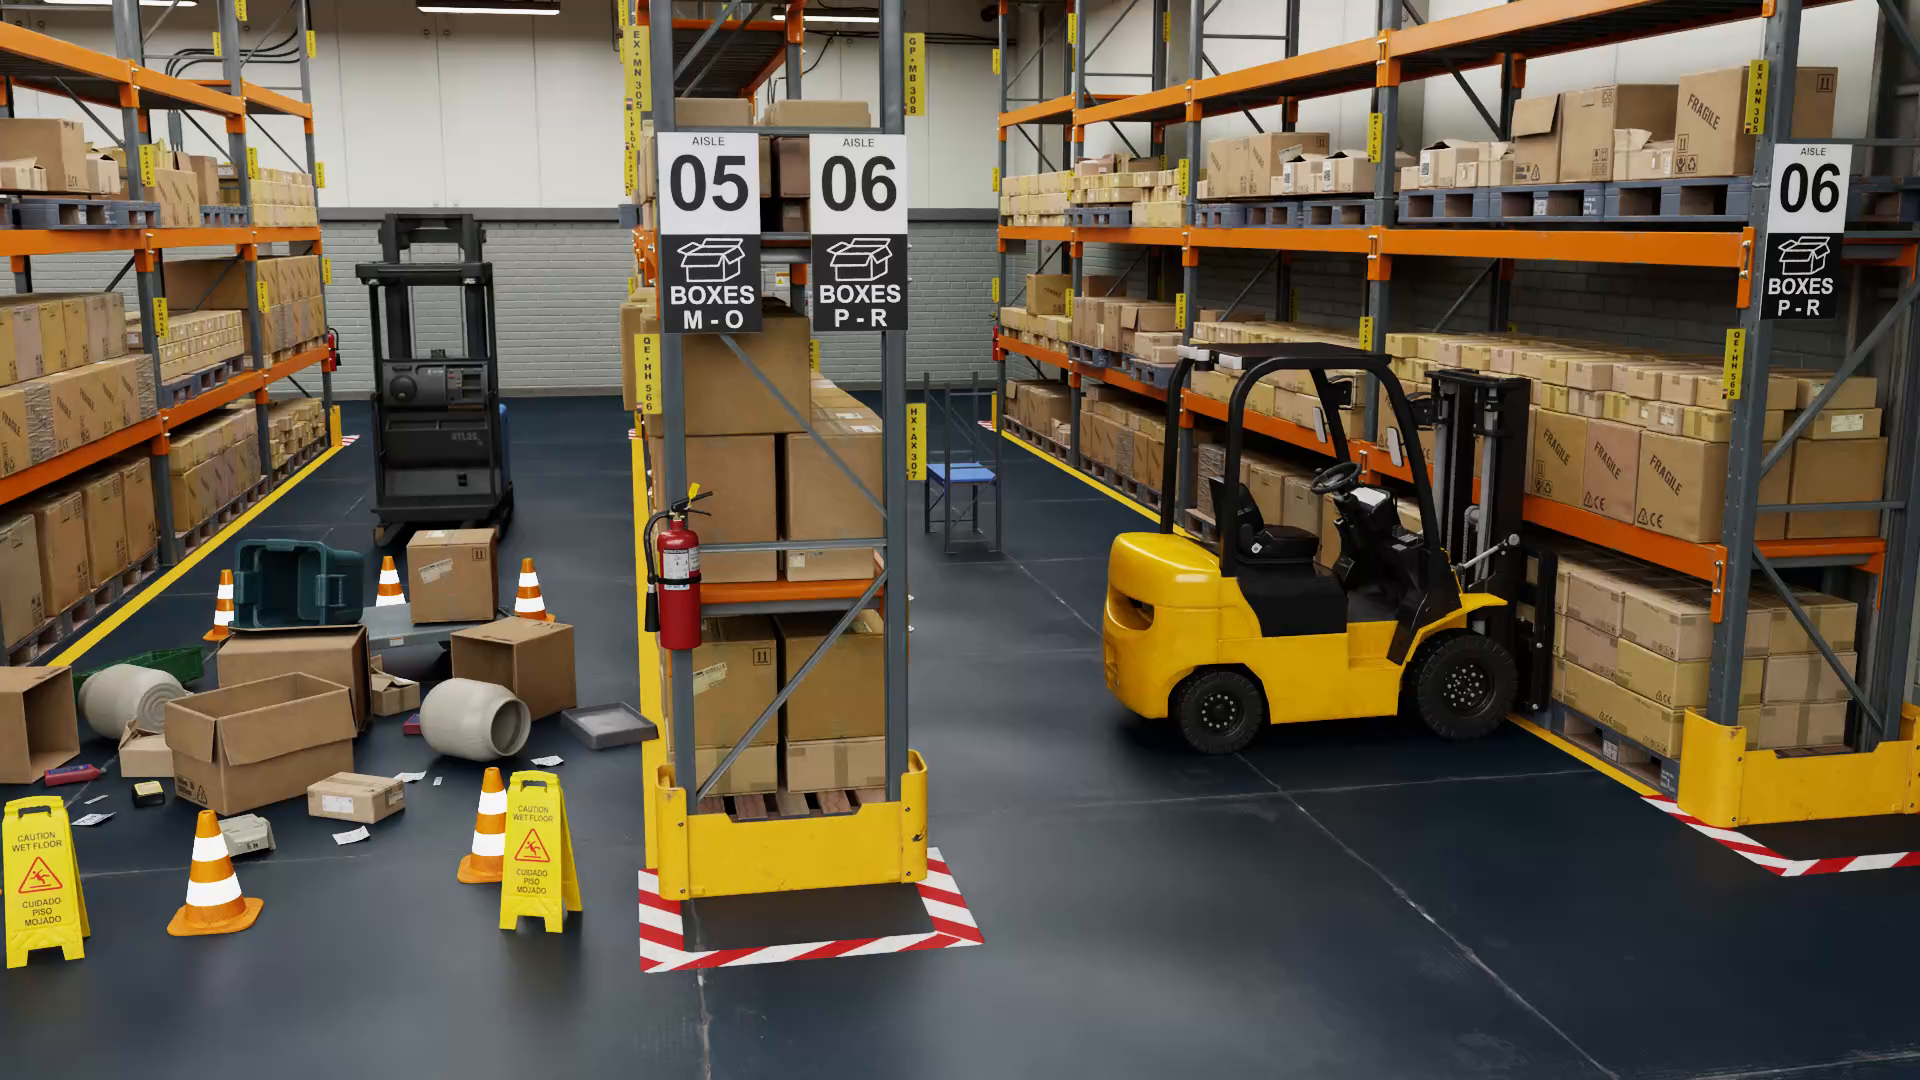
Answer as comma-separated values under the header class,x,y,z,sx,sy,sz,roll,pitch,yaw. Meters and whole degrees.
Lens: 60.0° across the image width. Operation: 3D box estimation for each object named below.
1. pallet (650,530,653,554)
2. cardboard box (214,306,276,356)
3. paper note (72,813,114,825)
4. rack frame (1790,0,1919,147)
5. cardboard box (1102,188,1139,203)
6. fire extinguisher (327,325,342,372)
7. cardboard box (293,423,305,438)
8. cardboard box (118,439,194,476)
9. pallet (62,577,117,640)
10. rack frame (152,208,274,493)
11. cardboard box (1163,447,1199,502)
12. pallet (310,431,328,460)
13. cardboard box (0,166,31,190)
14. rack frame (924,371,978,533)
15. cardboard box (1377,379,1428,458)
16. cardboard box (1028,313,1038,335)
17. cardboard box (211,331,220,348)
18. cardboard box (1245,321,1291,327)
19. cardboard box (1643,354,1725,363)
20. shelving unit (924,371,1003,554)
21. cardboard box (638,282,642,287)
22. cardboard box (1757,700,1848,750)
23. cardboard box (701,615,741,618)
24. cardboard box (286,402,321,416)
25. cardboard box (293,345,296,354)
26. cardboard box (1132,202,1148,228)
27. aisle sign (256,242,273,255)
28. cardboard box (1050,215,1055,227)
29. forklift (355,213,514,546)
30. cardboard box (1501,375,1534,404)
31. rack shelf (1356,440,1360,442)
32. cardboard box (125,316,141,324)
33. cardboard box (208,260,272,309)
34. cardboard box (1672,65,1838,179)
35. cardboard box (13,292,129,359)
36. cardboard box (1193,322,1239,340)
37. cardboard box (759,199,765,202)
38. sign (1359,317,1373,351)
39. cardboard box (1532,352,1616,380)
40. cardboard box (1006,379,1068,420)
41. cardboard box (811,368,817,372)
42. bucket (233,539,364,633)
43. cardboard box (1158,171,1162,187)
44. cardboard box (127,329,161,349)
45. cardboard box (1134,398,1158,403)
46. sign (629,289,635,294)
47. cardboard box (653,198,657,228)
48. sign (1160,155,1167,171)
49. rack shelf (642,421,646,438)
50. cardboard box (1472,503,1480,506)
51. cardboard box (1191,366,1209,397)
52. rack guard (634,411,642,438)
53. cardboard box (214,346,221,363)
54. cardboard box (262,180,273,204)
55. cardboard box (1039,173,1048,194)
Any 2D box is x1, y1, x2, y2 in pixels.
class,x,y,z,sx,sy,sz,roll,pitch,yaw
pallet,-2.131,0.076,14.233,1.003,0.211,1.213,-2,11,-11
cardboard box,-7.744,-2.268,18.025,0.500,0.500,0.500,-2,11,-12
paper note,-4.193,1.346,8.046,0.144,0.017,0.142,2,11,9
rack frame,4.140,-3.098,7.407,0.949,2.616,0.053,-2,11,-11
cardboard box,1.719,-3.654,17.632,0.380,0.149,0.250,-2,11,-10
fire extinguisher,-8.269,-2.548,21.764,0.296,0.674,0.183,-2,11,-11
cardboard box,-7.962,-1.285,19.629,0.380,0.149,0.250,-2,11,-10
cardboard box,-7.014,-0.721,14.517,0.500,0.250,0.500,-3,11,-14
pallet,-6.804,0.502,11.996,1.003,0.211,1.213,-2,11,-11
rack frame,-7.895,-1.972,17.537,1.000,3.000,0.127,-2,11,-11
cardboard box,2.294,-0.667,16.238,0.500,0.500,0.500,-2,11,-9
pallet,-8.535,-1.172,20.789,1.003,0.211,1.213,-2,11,-11
cardboard box,-6.357,-2.377,10.922,0.380,0.149,0.250,-2,11,-11
rack frame,-0.082,-0.814,15.464,0.500,1.500,0.032,-2,11,-11
cardboard box,3.195,-0.843,11.336,0.500,0.500,0.500,-2,11,-13
cardboard box,1.175,-2.787,21.421,0.500,0.250,0.500,-2,11,-13
cardboard box,-7.419,-1.944,16.141,0.380,0.149,0.250,-3,11,-14
cardboard box,2.849,-1.934,15.333,0.380,0.149,0.250,-2,11,-9
cardboard box,4.140,-0.977,9.508,0.380,0.149,0.250,-2,11,-12
shelving unit,0.017,-0.721,14.974,0.538,1.500,1.048,-2,11,-11
cardboard box,-2.746,-2.157,15.564,0.500,0.500,0.500,-2,11,-10
cardboard box,4.239,0.896,8.697,0.500,0.250,0.500,-2,11,-11
cardboard box,-1.274,0.285,8.167,0.380,0.149,0.250,-2,11,-9
cardboard box,-8.154,-1.625,20.623,0.380,0.149,0.250,-2,11,-12
cardboard box,-8.168,-2.294,19.896,0.380,0.149,0.250,-3,11,-13
cardboard box,2.053,-3.288,16.825,0.500,0.250,0.500,-2,11,-11
aisle sign,-8.981,-3.986,21.161,0.394,0.787,0.004,-2,11,-11
cardboard box,1.318,-3.897,20.299,0.380,0.149,0.250,-2,11,-11
forklift,-4.773,-1.469,15.074,1.130,2.935,3.031,-2,11,-10
cardboard box,3.450,-0.900,9.902,0.380,0.149,0.250,-2,11,-12
rack shelf,2.976,-0.994,13.799,0.919,0.124,3.809,-2,11,-11
cardboard box,-8.066,-2.068,15.995,0.380,0.149,0.250,-2,11,-11
cardboard box,-7.744,-2.750,17.887,0.500,0.500,0.500,-2,11,-10
cardboard box,3.818,-2.002,8.010,0.500,0.500,0.500,-2,11,-9
cardboard box,-7.040,-1.696,13.145,0.700,0.500,0.500,-2,11,-11
cardboard box,2.360,-1.917,15.244,0.380,0.149,0.250,-2,11,-9
cardboard box,-0.775,-1.805,8.238,0.500,0.250,0.500,-2,11,-9
sign,2.835,-1.393,11.609,0.100,0.325,0.005,-2,11,-11
cardboard box,3.562,-1.004,9.653,0.380,0.149,0.250,-2,11,-10
cardboard box,1.057,-1.950,22.973,0.797,0.503,0.637,-3,11,-13
cardboard box,-1.173,-0.826,10.453,0.500,0.500,0.500,-2,11,-12
bucket,-4.051,0.297,10.301,0.726,0.611,0.620,2,1,9
cardboard box,2.173,-3.560,16.394,0.380,0.149,0.250,-2,11,-12
cardboard box,-7.018,-1.706,14.097,0.380,0.149,0.250,-2,11,-11
cardboard box,2.220,-1.544,19.113,0.380,0.149,0.250,-2,11,-11
sign,-3.603,-2.615,18.384,0.100,0.325,0.005,-2,11,-11
cardboard box,-1.150,-1.420,7.283,0.380,0.149,0.250,-2,11,-11
sign,2.353,-4.294,19.276,0.100,0.325,0.005,-2,11,-11
rack shelf,-2.670,-1.451,16.720,1.077,0.370,4.000,-2,11,-11
cardboard box,3.650,-0.148,11.510,0.500,0.250,0.500,-2,11,-10
cardboard box,2.434,-1.455,15.217,0.500,0.250,0.500,-2,11,-11
rack guard,-3.842,-1.681,22.691,1.175,0.500,0.348,-2,11,-11
cardboard box,-7.418,-1.799,16.177,0.380,0.149,0.250,-3,11,-13
cardboard box,-7.846,-3.806,18.214,0.500,0.250,0.500,-2,11,-11
cardboard box,1.277,-4.414,20.609,0.500,0.250,0.500,-2,11,-10
